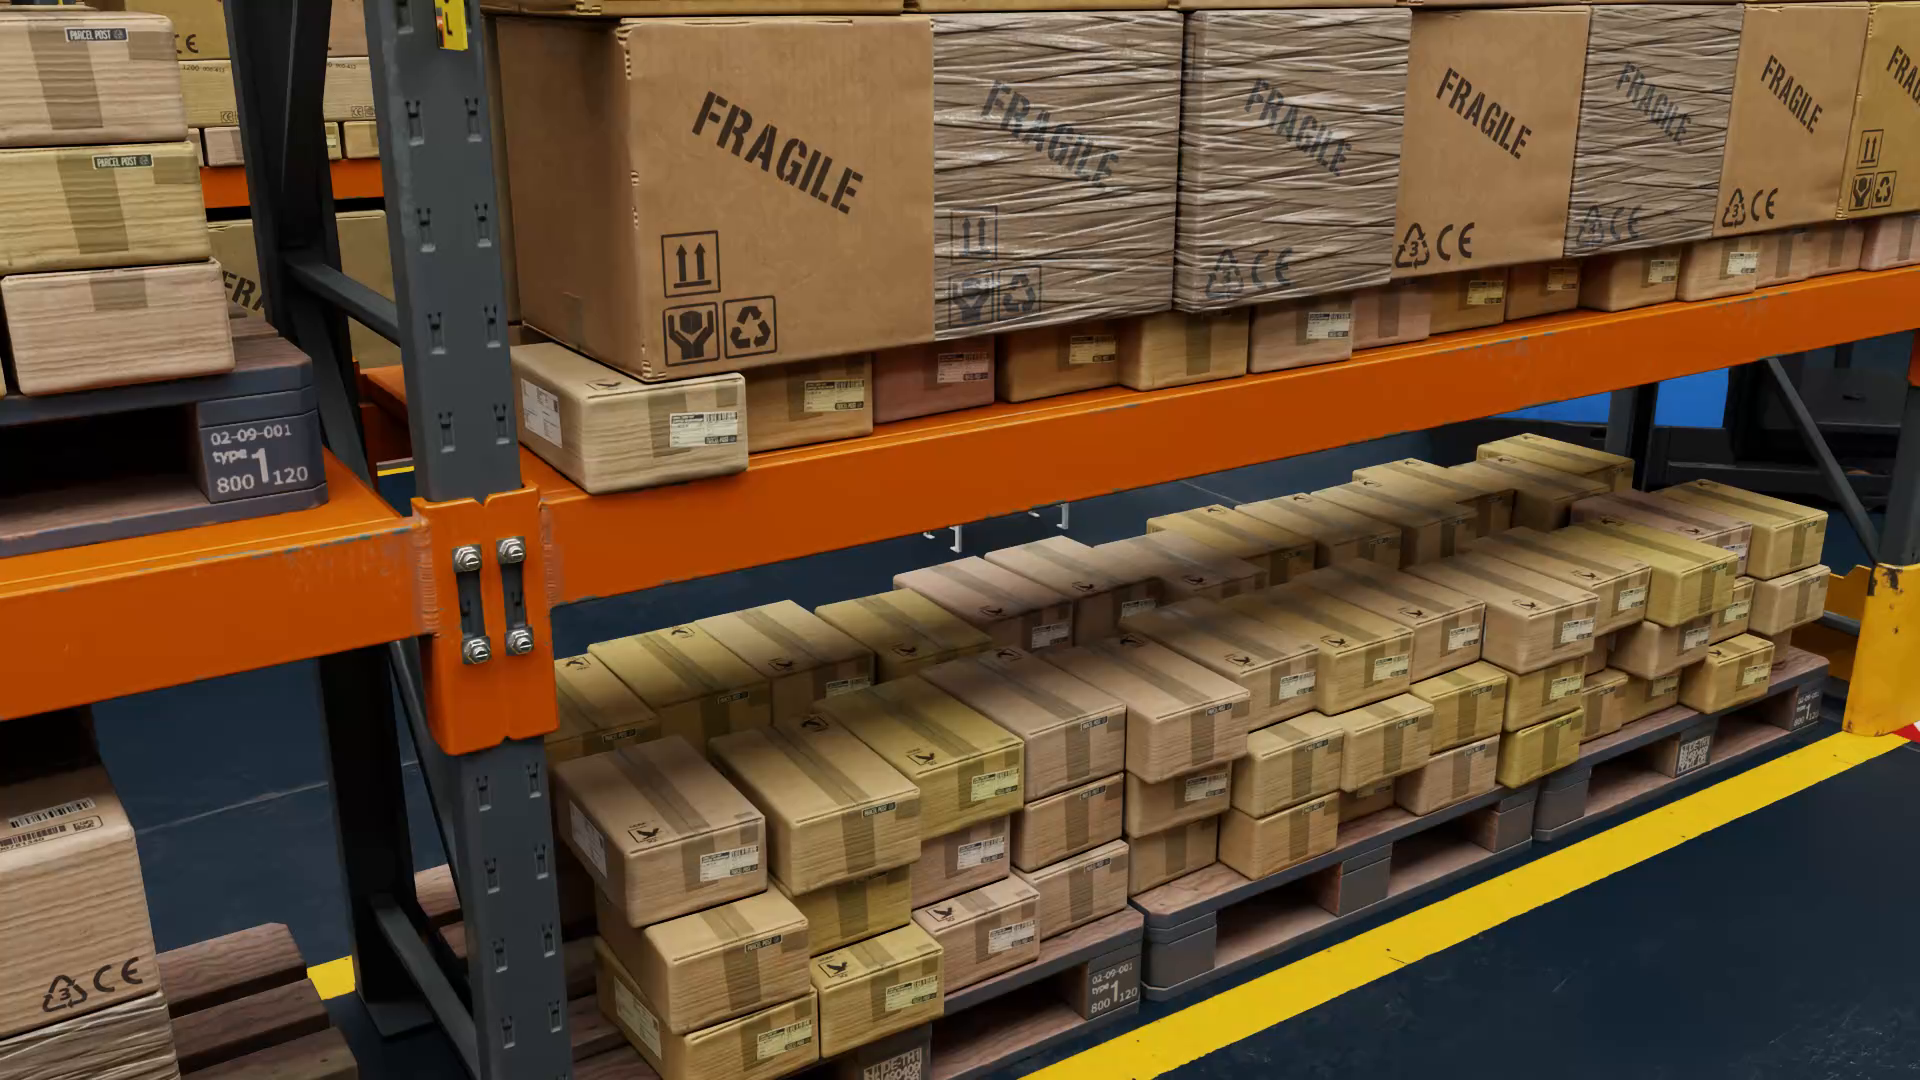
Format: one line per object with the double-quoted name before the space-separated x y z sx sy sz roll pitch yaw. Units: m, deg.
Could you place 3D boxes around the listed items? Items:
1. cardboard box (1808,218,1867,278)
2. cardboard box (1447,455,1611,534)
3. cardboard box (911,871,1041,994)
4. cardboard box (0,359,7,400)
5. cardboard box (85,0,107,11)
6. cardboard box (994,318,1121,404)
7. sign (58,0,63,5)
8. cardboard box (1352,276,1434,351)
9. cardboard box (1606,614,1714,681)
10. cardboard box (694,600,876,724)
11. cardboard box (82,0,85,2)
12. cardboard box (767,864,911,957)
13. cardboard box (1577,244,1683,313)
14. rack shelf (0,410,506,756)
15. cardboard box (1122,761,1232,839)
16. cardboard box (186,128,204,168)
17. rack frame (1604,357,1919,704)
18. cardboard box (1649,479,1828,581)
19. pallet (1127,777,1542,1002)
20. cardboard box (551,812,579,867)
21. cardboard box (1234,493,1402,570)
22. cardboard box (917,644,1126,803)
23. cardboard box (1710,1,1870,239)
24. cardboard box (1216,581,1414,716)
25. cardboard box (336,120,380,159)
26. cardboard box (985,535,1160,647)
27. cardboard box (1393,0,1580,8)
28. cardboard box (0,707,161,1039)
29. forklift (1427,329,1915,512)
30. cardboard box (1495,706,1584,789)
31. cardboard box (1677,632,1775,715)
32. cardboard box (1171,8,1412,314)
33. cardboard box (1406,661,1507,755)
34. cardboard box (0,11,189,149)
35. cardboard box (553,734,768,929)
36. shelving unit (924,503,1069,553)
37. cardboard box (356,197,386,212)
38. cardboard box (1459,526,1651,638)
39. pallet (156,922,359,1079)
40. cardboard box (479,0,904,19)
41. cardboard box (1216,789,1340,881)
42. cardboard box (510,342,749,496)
"cardboard box" 2.061 -0.779 4.257 0.250 0.149 0.380 -12 22 -31
"cardboard box" 1.618 -0.113 4.761 0.250 0.149 0.380 -11 22 -30
"cardboard box" -0.052 0.709 3.260 0.250 0.149 0.380 -12 22 -32
"cardboard box" -1.374 -0.271 2.100 0.250 0.149 0.380 -12 22 -31
"cardboard box" -3.341 -2.282 6.910 0.500 0.500 0.500 -11 22 -30
"cardboard box" 0.081 -0.376 3.066 0.250 0.149 0.380 -13 23 -34
"sign" -3.271 -2.072 6.006 0.005 0.325 0.100 -12 22 -31
"cardboard box" 0.754 -0.508 3.456 0.250 0.149 0.380 -11 22 -29
"cardboard box" 1.689 0.207 4.279 0.250 0.149 0.380 -13 23 -34
"cardboard box" -0.385 0.276 3.611 0.250 0.149 0.380 -12 22 -32
"cardboard box" -7.615 -5.065 14.826 0.500 0.500 0.500 -13 22 -33
"cardboard box" -0.294 0.604 3.106 0.250 0.149 0.380 -12 22 -31
"cardboard box" 1.423 -0.641 3.849 0.250 0.149 0.380 -13 23 -34
"rack shelf" -2.605 0.333 1.699 4.000 0.370 1.077 -12 22 -31
"cardboard box" 0.360 0.462 3.525 0.250 0.149 0.380 -11 21 -29
"cardboard box" -3.148 -1.549 6.534 0.250 0.149 0.380 -12 22 -31
"rack frame" 2.406 -1.065 4.710 0.127 3.000 1.000 -12 22 -31
"cardboard box" 2.103 -0.034 4.528 0.250 0.149 0.380 -12 22 -31
"pallet" 0.627 0.617 4.090 1.213 0.211 1.003 -12 22 -31
"cardboard box" -0.846 0.510 3.383 0.250 0.149 0.380 -11 22 -30
"cardboard box" 0.938 0.010 4.400 0.250 0.149 0.380 -11 22 -29
"cardboard box" 0.119 0.362 3.357 0.250 0.149 0.380 -13 22 -33
"cardboard box" 1.739 -1.016 3.945 0.500 0.500 0.500 -12 22 -32
"cardboard box" 0.786 0.236 3.730 0.250 0.149 0.380 -12 22 -31
"cardboard box" -2.490 -1.688 6.947 0.250 0.149 0.380 -13 22 -33
"cardboard box" 0.268 0.128 4.049 0.250 0.149 0.380 -13 23 -33
"cardboard box" 0.868 -1.302 3.231 0.500 0.500 0.500 -13 23 -33
"cardboard box" -1.418 0.469 2.251 0.500 0.250 0.500 -13 22 -33
"forklift" 3.557 -1.670 6.608 3.031 2.935 1.130 3 19 10
"cardboard box" 1.277 0.440 4.055 0.250 0.149 0.380 -13 23 -34
"cardboard box" 1.922 0.308 4.446 0.250 0.149 0.380 -11 22 -30
"cardboard box" 0.468 -0.736 3.119 0.500 0.500 0.500 -12 22 -33
"cardboard box" 1.040 0.342 3.880 0.250 0.149 0.380 -11 21 -29
"cardboard box" -1.162 -0.599 2.140 0.250 0.149 0.380 -11 21 -29
"cardboard box" -0.533 0.504 2.936 0.250 0.149 0.380 -11 22 -29
"shelving unit" 0.138 -0.598 6.139 0.503 1.200 0.258 -12 22 -31
"cardboard box" -2.231 -1.150 7.626 0.875 0.875 0.875 -12 22 -31
"cardboard box" 1.464 0.103 4.122 0.250 0.149 0.380 -13 23 -34
"pallet" -1.584 1.098 2.666 1.213 0.211 1.003 -12 22 -31
"cardboard box" -0.424 -1.036 2.445 0.500 0.500 0.500 -11 22 -30
"cardboard box" 0.608 0.574 3.659 0.250 0.149 0.380 -13 22 -33
"cardboard box" -0.518 -0.203 2.555 0.250 0.149 0.380 -11 22 -29
